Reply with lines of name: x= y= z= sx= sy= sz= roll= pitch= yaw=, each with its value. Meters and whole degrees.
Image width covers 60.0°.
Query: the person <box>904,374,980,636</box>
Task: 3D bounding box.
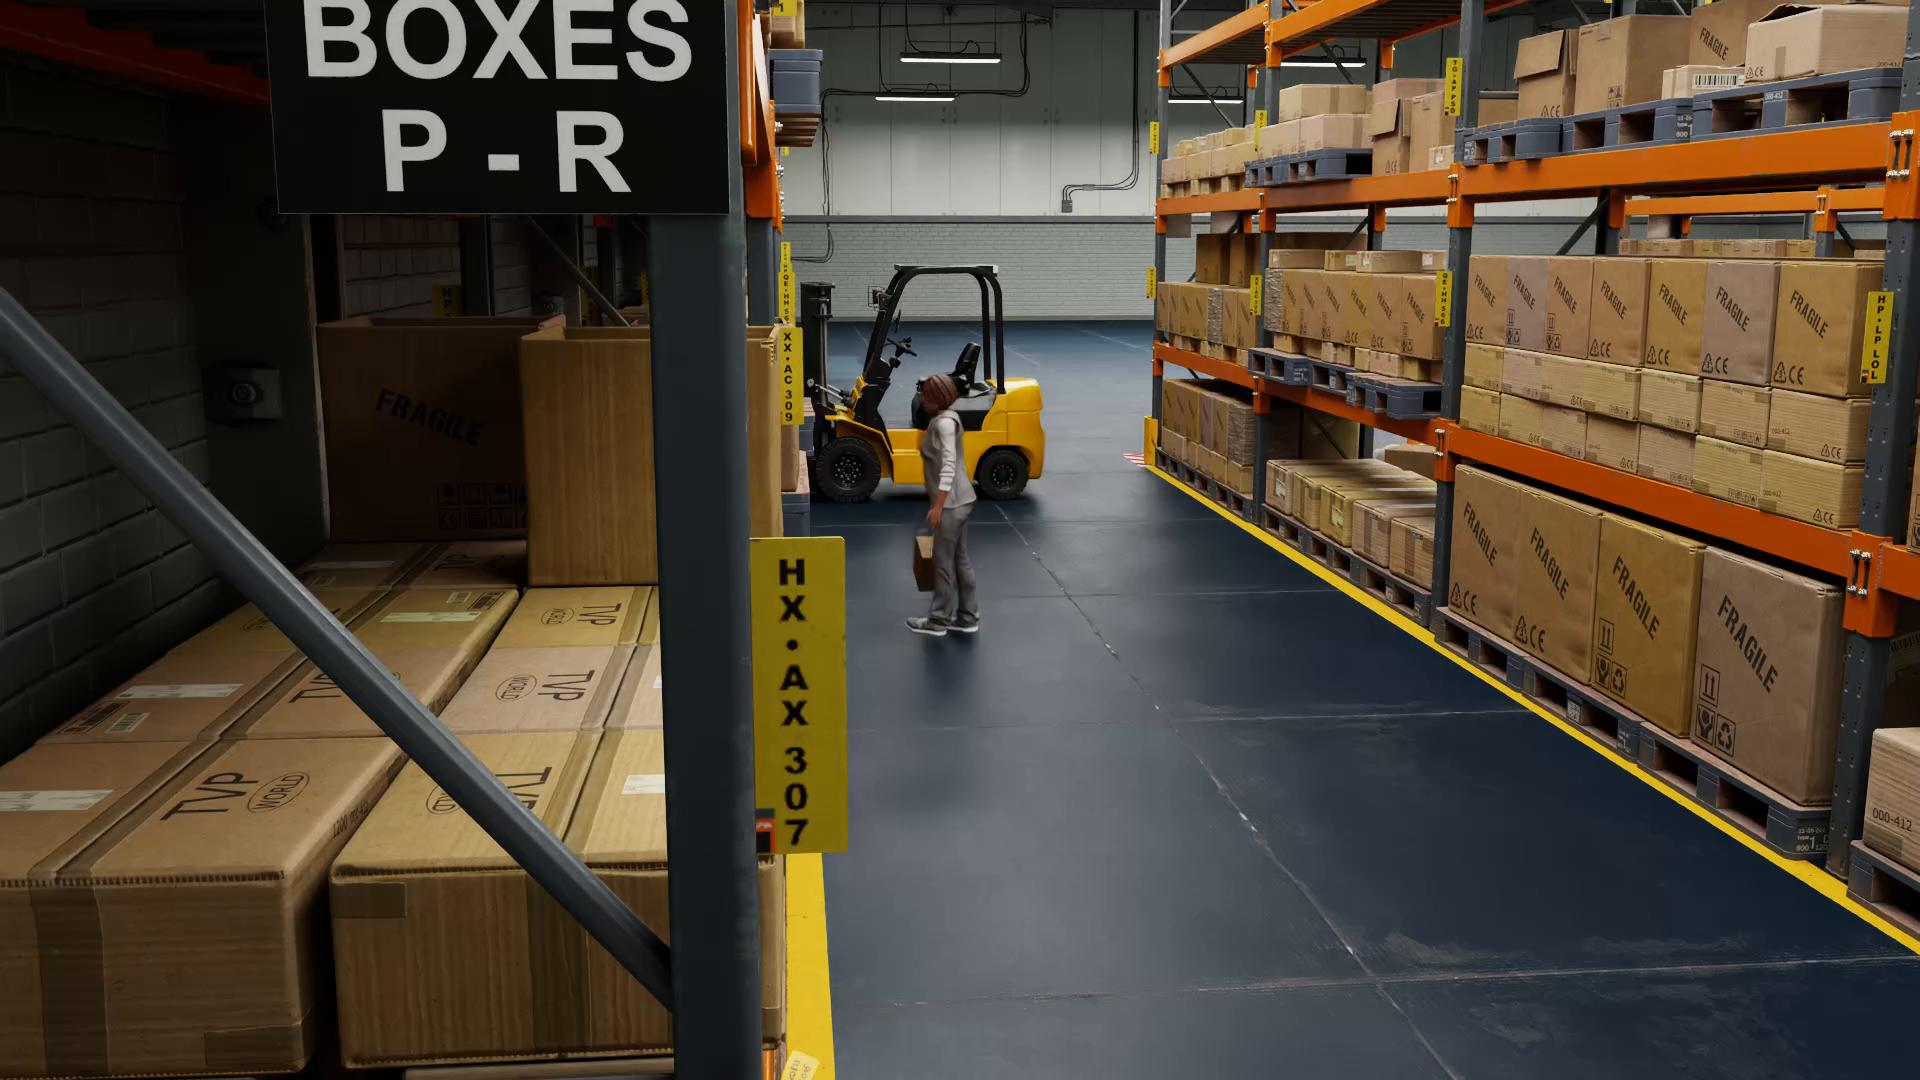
person: x=-0.111 y=-0.202 z=9.979 sx=0.462 sy=1.593 sz=0.487 roll=0 pitch=10 yaw=0
